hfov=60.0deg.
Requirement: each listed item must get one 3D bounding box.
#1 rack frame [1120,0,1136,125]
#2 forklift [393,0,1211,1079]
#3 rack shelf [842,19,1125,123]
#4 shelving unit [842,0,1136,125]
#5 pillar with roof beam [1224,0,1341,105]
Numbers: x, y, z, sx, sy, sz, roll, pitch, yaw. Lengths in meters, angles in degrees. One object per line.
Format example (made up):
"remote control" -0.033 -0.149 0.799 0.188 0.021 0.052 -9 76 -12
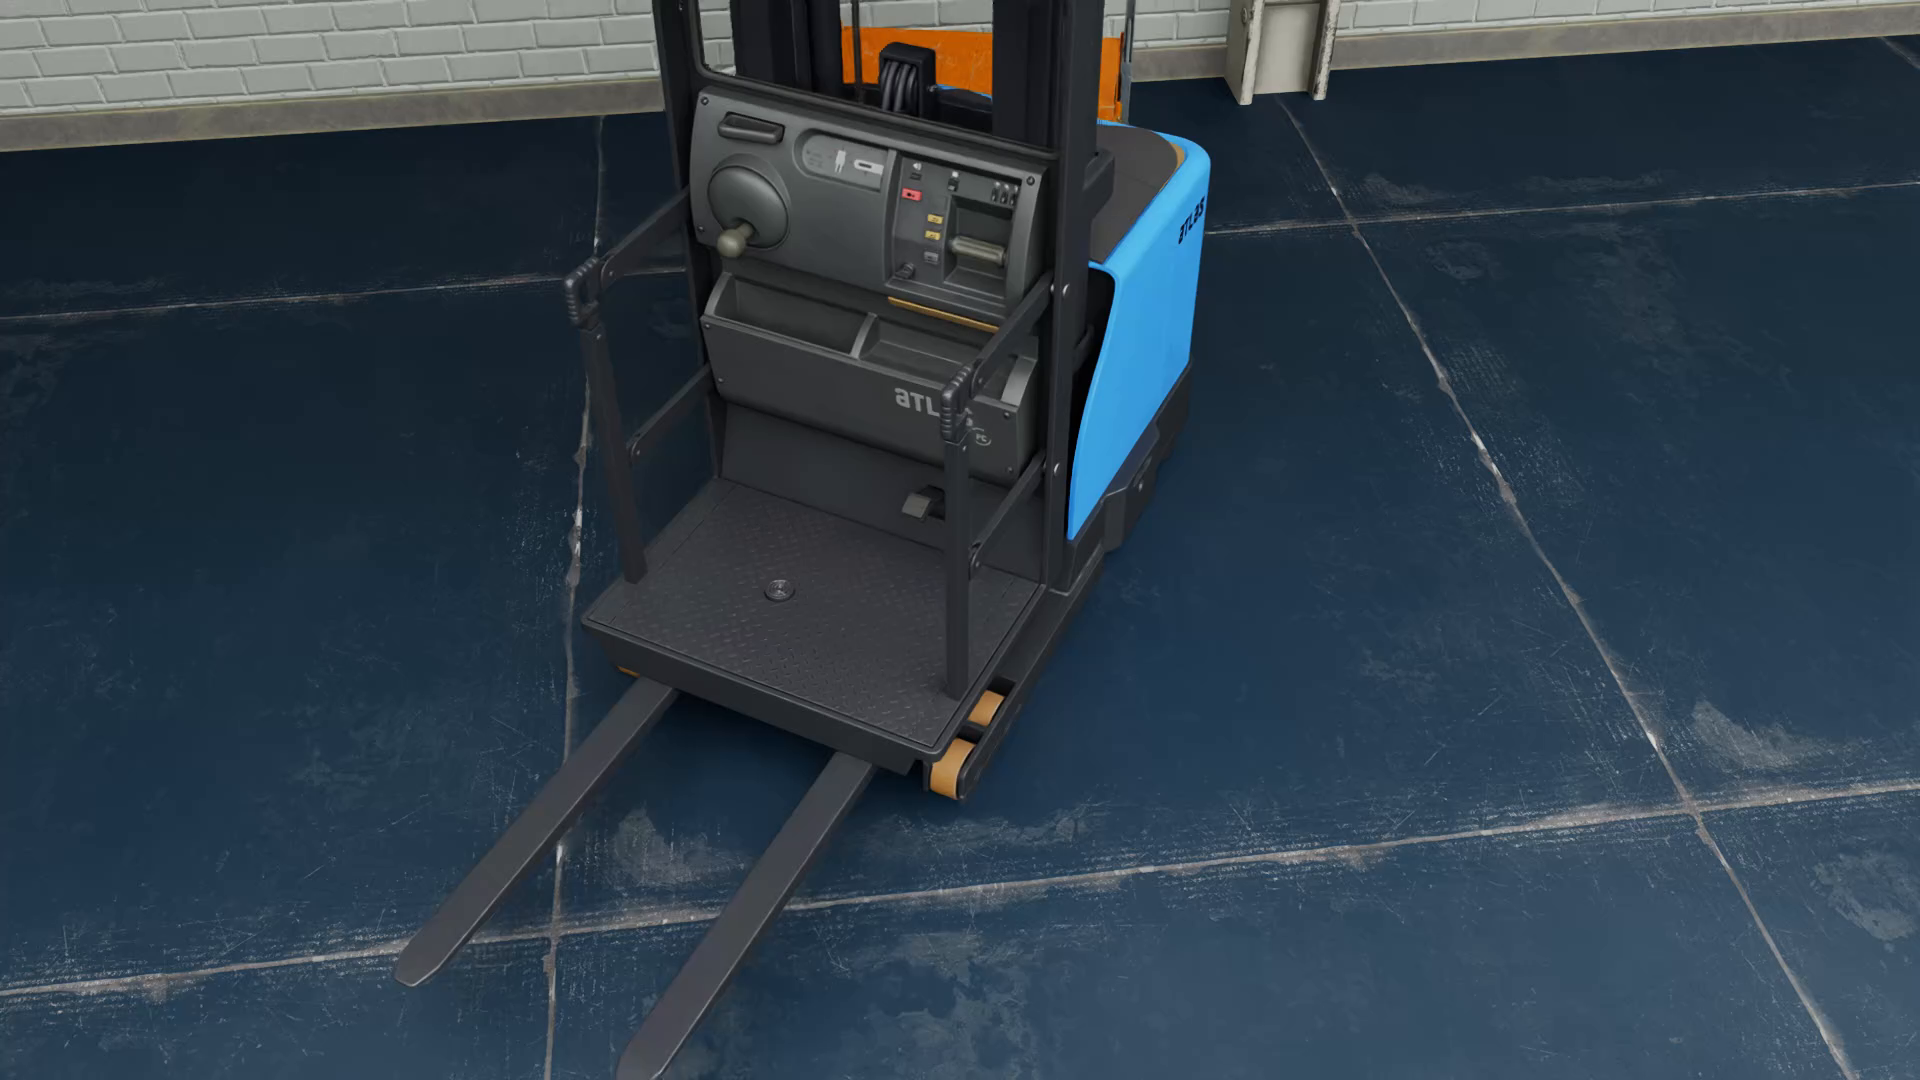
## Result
"rack frame" 0.553 -1.248 5.794 0.032 1.125 0.500 4 42 4
"forklift" -0.335 -0.733 3.874 1.130 2.935 3.031 18 45 19
"rack shelf" 0.047 -1.501 5.637 1.000 0.278 0.538 4 42 4
"shelving unit" 0.047 -1.283 5.833 1.048 1.125 0.538 4 42 4
"pillar with roof beam" 1.977 -2.538 1.345 0.400 9.000 9.100 -5 42 -6
